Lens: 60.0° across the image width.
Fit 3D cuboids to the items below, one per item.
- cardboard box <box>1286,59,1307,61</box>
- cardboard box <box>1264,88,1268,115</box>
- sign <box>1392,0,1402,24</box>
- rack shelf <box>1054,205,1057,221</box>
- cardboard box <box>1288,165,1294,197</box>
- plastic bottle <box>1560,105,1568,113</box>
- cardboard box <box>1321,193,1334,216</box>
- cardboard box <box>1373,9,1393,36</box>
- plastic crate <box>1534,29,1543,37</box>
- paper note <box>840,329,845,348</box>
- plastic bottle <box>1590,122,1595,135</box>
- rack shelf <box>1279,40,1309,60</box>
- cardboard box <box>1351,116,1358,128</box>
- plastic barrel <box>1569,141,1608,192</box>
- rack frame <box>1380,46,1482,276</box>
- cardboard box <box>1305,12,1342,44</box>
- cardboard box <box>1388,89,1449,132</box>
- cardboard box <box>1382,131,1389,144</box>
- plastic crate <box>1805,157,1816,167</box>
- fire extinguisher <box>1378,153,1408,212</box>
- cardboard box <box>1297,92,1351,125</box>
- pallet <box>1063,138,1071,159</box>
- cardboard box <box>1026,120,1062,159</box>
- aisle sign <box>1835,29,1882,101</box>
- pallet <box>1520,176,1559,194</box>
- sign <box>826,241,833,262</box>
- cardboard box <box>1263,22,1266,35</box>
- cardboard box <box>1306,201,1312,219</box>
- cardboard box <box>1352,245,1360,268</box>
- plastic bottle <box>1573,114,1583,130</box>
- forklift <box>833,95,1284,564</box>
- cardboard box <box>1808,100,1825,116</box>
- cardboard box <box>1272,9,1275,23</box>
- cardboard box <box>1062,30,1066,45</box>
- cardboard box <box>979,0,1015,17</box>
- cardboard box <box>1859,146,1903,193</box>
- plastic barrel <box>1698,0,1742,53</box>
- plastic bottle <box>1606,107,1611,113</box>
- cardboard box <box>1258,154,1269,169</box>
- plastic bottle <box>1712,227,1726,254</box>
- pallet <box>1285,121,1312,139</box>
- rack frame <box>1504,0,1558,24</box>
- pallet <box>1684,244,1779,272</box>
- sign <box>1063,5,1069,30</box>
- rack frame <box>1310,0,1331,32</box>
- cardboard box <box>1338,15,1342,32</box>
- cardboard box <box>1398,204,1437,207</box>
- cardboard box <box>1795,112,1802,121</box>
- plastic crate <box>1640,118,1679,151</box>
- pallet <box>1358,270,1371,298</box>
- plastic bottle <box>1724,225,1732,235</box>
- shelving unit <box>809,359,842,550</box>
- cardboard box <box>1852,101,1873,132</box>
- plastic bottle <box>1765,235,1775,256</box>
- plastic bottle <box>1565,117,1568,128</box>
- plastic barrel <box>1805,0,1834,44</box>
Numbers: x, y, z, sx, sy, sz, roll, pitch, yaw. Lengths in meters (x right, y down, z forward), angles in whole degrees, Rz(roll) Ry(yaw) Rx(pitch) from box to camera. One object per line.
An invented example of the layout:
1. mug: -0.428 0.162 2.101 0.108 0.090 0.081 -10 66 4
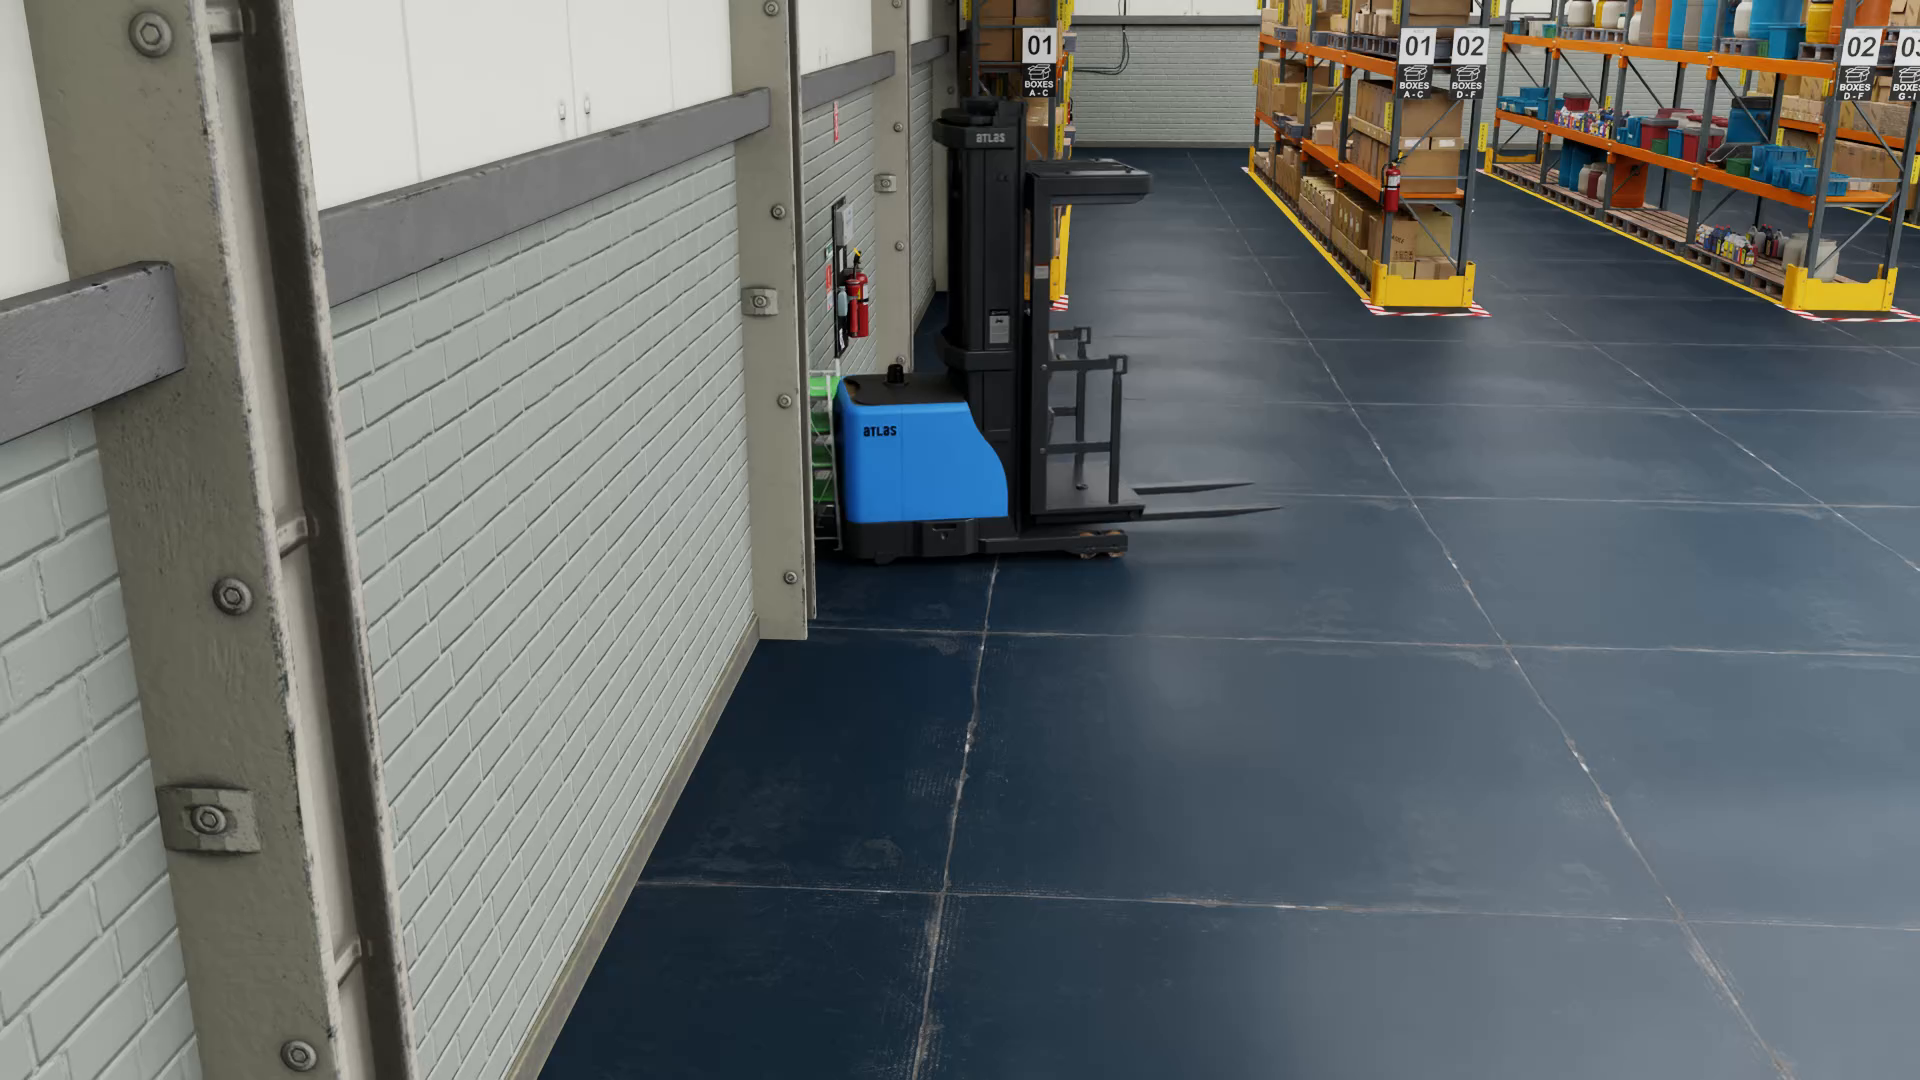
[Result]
1. cardboard box: 6.969 -9.639 34.257 0.500 0.500 0.500 1 18 3
2. cardboard box: 6.324 -8.705 33.012 0.500 0.500 0.500 2 18 5
3. sign: 5.040 -6.117 19.161 0.100 0.325 0.005 1 18 4
4. rack shelf: 0.782 -4.680 22.045 1.077 0.370 4.000 1 18 4
5. cardboard box: 6.024 -6.254 29.000 0.500 0.500 0.500 1 18 2
6. plastic bottle: 11.029 -7.769 30.394 0.144 0.351 0.185 1 18 4
7. cardboard box: 5.641 -4.987 24.667 0.500 0.311 0.500 2 18 5
8. cardboard box: 5.439 -6.477 20.799 0.500 0.311 0.500 3 18 10
9. plastic crate: 11.092 -9.610 31.542 0.293 0.136 0.466 1 18 4
10. paper note: -0.901 -1.536 12.707 0.016 0.148 0.142 1 18 4
11. plastic bottle: 10.782 -6.994 28.269 0.097 0.201 0.097 0 18 0
12. rack shelf: 6.297 -8.481 28.827 1.077 0.370 4.000 1 18 4
13. cardboard box: 5.654 -5.811 23.136 0.380 0.149 0.250 1 18 4
14. plastic barrel: 11.274 -6.721 29.812 0.600 0.901 0.708 1 18 4
15. rack frame: 5.580 -4.292 19.703 1.000 3.000 0.127 1 18 4
16. cardboard box: 6.151 -8.385 27.219 0.910 0.500 0.500 1 18 4
17. cardboard box: 5.662 -5.280 20.476 0.700 0.500 0.500 1 18 2
18. cardboard box: 5.473 -5.009 20.691 0.380 0.149 0.250 2 18 5
19. plastic crate: 10.998 -5.002 22.109 0.499 0.251 0.616 1 18 4
20. fire extinguisher: 5.108 -4.229 19.635 0.296 0.674 0.183 1 18 4
21. cardboard box: 6.086 -7.221 27.810 0.700 0.500 0.500 -5 19 -15
22. pallet: 1.125 -5.786 24.573 1.003 0.211 1.213 1 18 4
23. cardboard box: 1.018 -4.990 20.840 0.500 0.500 0.500 1 18 4
24. aisle sign: 10.219 -5.400 18.909 0.394 0.787 0.004 1 18 4
25. pallet: 11.394 -6.811 31.870 1.003 0.211 1.213 1 18 4
26. sign: -0.953 -2.108 12.131 0.001 0.109 0.331 1 18 4
27. cardboard box: 6.388 -10.306 33.482 0.500 0.250 0.500 1 18 4
28. cardboard box: 5.756 -5.195 26.203 0.500 0.250 0.500 1 18 2
29. cardboard box: 5.381 -3.669 21.543 0.500 0.250 0.500 1 18 4
30. plastic bottle: 10.884 -7.353 29.245 0.152 0.276 0.135 1 18 4
31. forklift: 0.675 -1.433 11.089 3.031 2.935 1.130 -3 18 -9
32. cardboard box: 16.090 -8.009 30.812 0.500 0.250 0.500 1 18 3
33. cardboard box: 6.281 -10.078 31.983 0.500 0.250 0.500 1 18 4
34. cardboard box: 1.430 -8.049 26.463 0.500 0.311 0.500 1 18 4
35. cardboard box: 0.409 -6.498 19.822 0.500 0.500 0.500 2 18 6
36. cardboard box: 16.176 -6.234 28.370 1.225 0.875 0.875 1 18 4
37. plastic barrel: 10.627 -7.249 23.105 0.600 0.901 0.708 1 18 4
38. plastic bottle: 11.641 -7.591 29.850 0.144 0.351 0.185 1 18 4
39. cardboard box: 6.333 -7.690 33.784 0.500 0.250 0.500 1 18 4
40. plastic bottle: 10.322 -4.072 22.582 0.144 0.351 0.185 1 18 2
41. pallet: 6.132 -6.897 27.963 1.213 0.211 1.003 1 18 4
42. rack frame: 11.667 -12.000 33.593 1.000 3.000 0.127 1 18 4
43. pallet: 10.717 -3.889 22.954 1.003 0.211 1.213 1 18 4
44. sign: 1.467 -7.305 23.251 0.100 0.325 0.005 1 18 4
45. rack frame: 6.153 -9.627 26.352 1.000 3.000 0.127 1 18 4
46. cardboard box: 6.157 -8.025 25.845 0.500 0.250 0.500 2 18 5
47. cardboard box: 5.950 -4.168 21.864 0.500 0.500 0.500 1 18 4
48. cardboard box: 16.071 -8.018 31.480 0.380 0.149 0.250 2 18 5
49. plastic crate: 10.673 -6.200 25.424 0.402 0.464 0.583 1 18 4
50. pallet: 5.593 -3.205 20.865 1.003 0.211 1.213 1 18 4
51. plastic bottle: 10.479 -4.128 22.751 0.144 0.351 0.185 1 18 4
52. shelving unit: -0.929 -0.578 11.238 0.258 1.200 0.503 -1 19 4
53. cardboard box: 15.967 -7.395 29.013 0.500 0.500 0.500 1 18 3
54. plastic bottle: 10.907 -3.968 22.373 0.061 0.283 0.133 1 18 4
55. plastic bottle: 10.898 -7.498 29.807 0.097 0.201 0.097 0 18 0
56. plastic barrel: 10.475 -6.251 19.890 0.600 0.588 0.600 0 18 0
